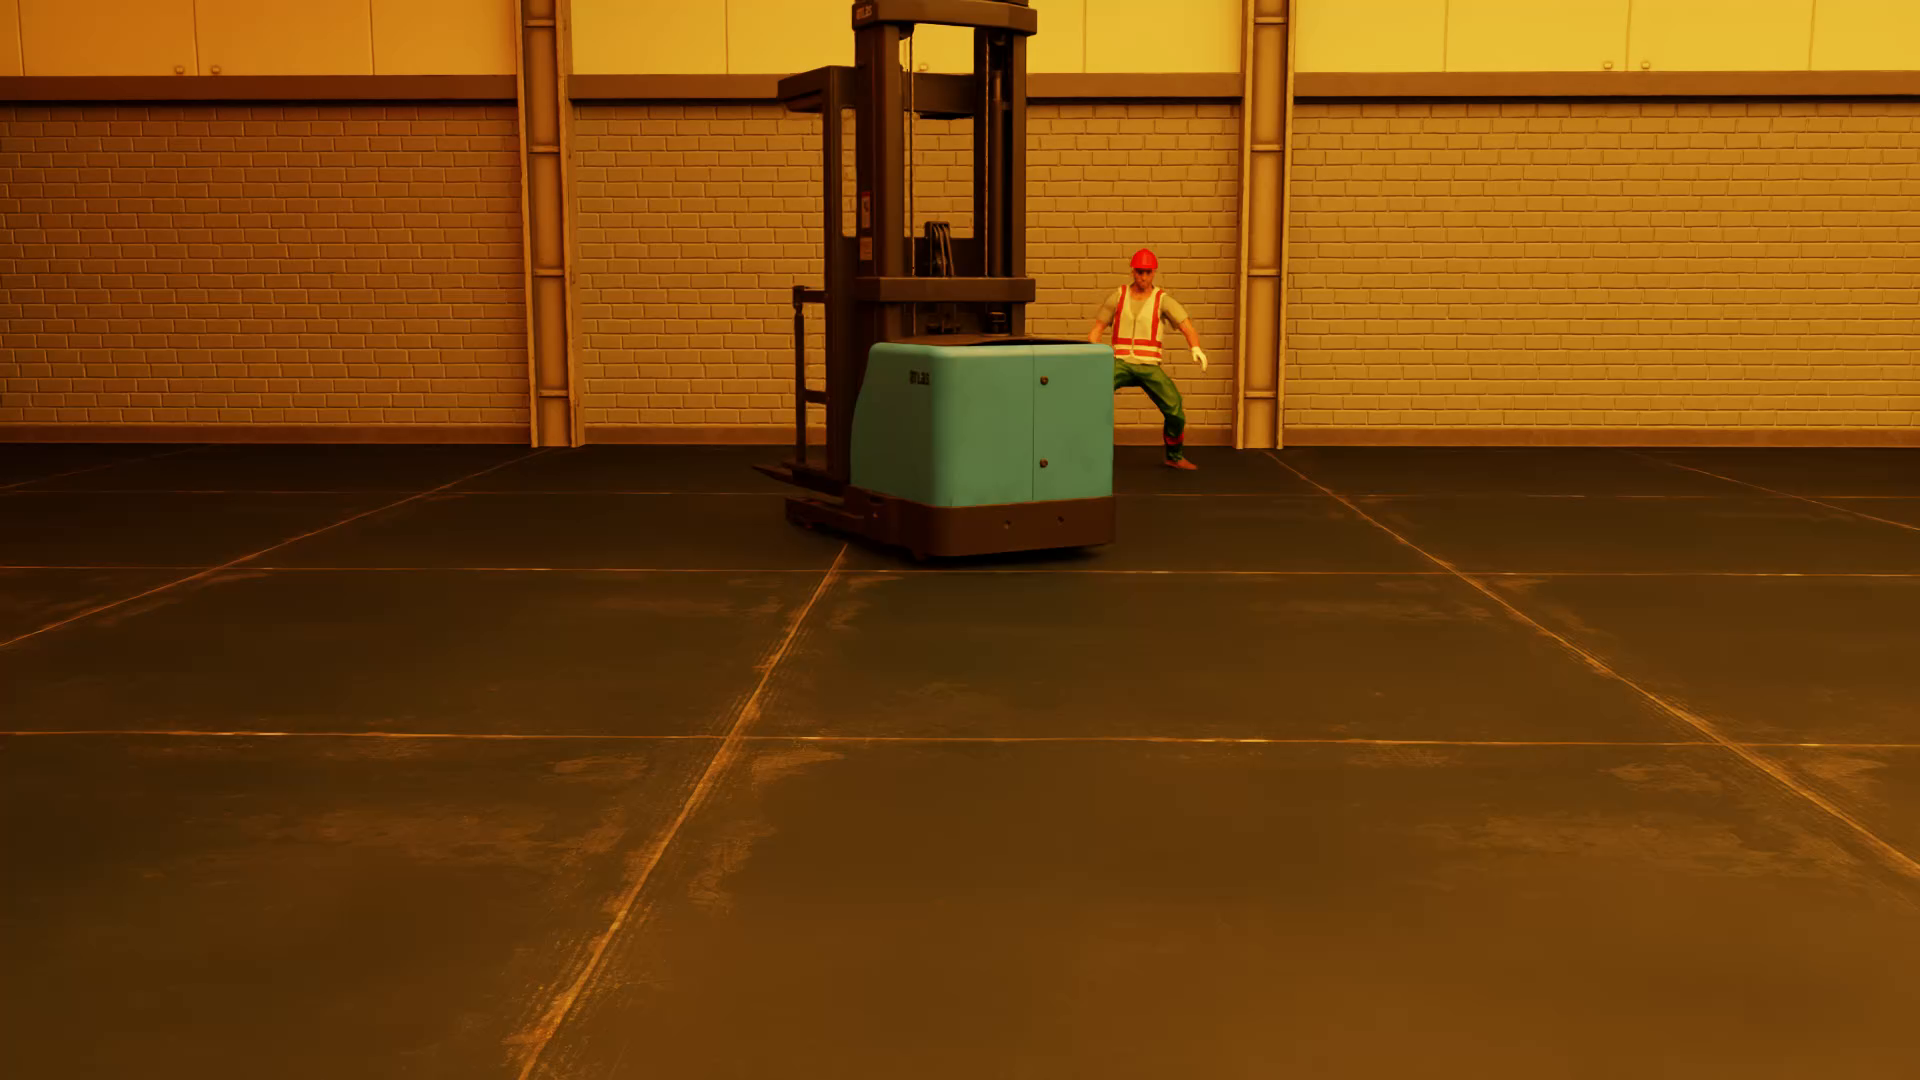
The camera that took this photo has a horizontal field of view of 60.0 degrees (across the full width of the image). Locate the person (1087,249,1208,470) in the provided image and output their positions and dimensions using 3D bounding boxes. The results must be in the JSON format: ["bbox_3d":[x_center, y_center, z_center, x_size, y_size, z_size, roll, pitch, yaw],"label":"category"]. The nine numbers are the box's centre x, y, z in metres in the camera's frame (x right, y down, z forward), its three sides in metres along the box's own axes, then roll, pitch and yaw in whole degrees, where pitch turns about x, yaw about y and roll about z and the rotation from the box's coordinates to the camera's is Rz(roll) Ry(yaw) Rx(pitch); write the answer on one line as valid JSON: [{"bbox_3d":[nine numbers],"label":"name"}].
[{"bbox_3d":[1.345,-1.317,12.300,0.996,1.645,0.702,2,9,13],"label":"person"}]

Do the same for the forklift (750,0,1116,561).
[{"bbox_3d":[-0.344,-1.530,9.313,1.130,2.935,3.031,-5,10,-28],"label":"forklift"}]
